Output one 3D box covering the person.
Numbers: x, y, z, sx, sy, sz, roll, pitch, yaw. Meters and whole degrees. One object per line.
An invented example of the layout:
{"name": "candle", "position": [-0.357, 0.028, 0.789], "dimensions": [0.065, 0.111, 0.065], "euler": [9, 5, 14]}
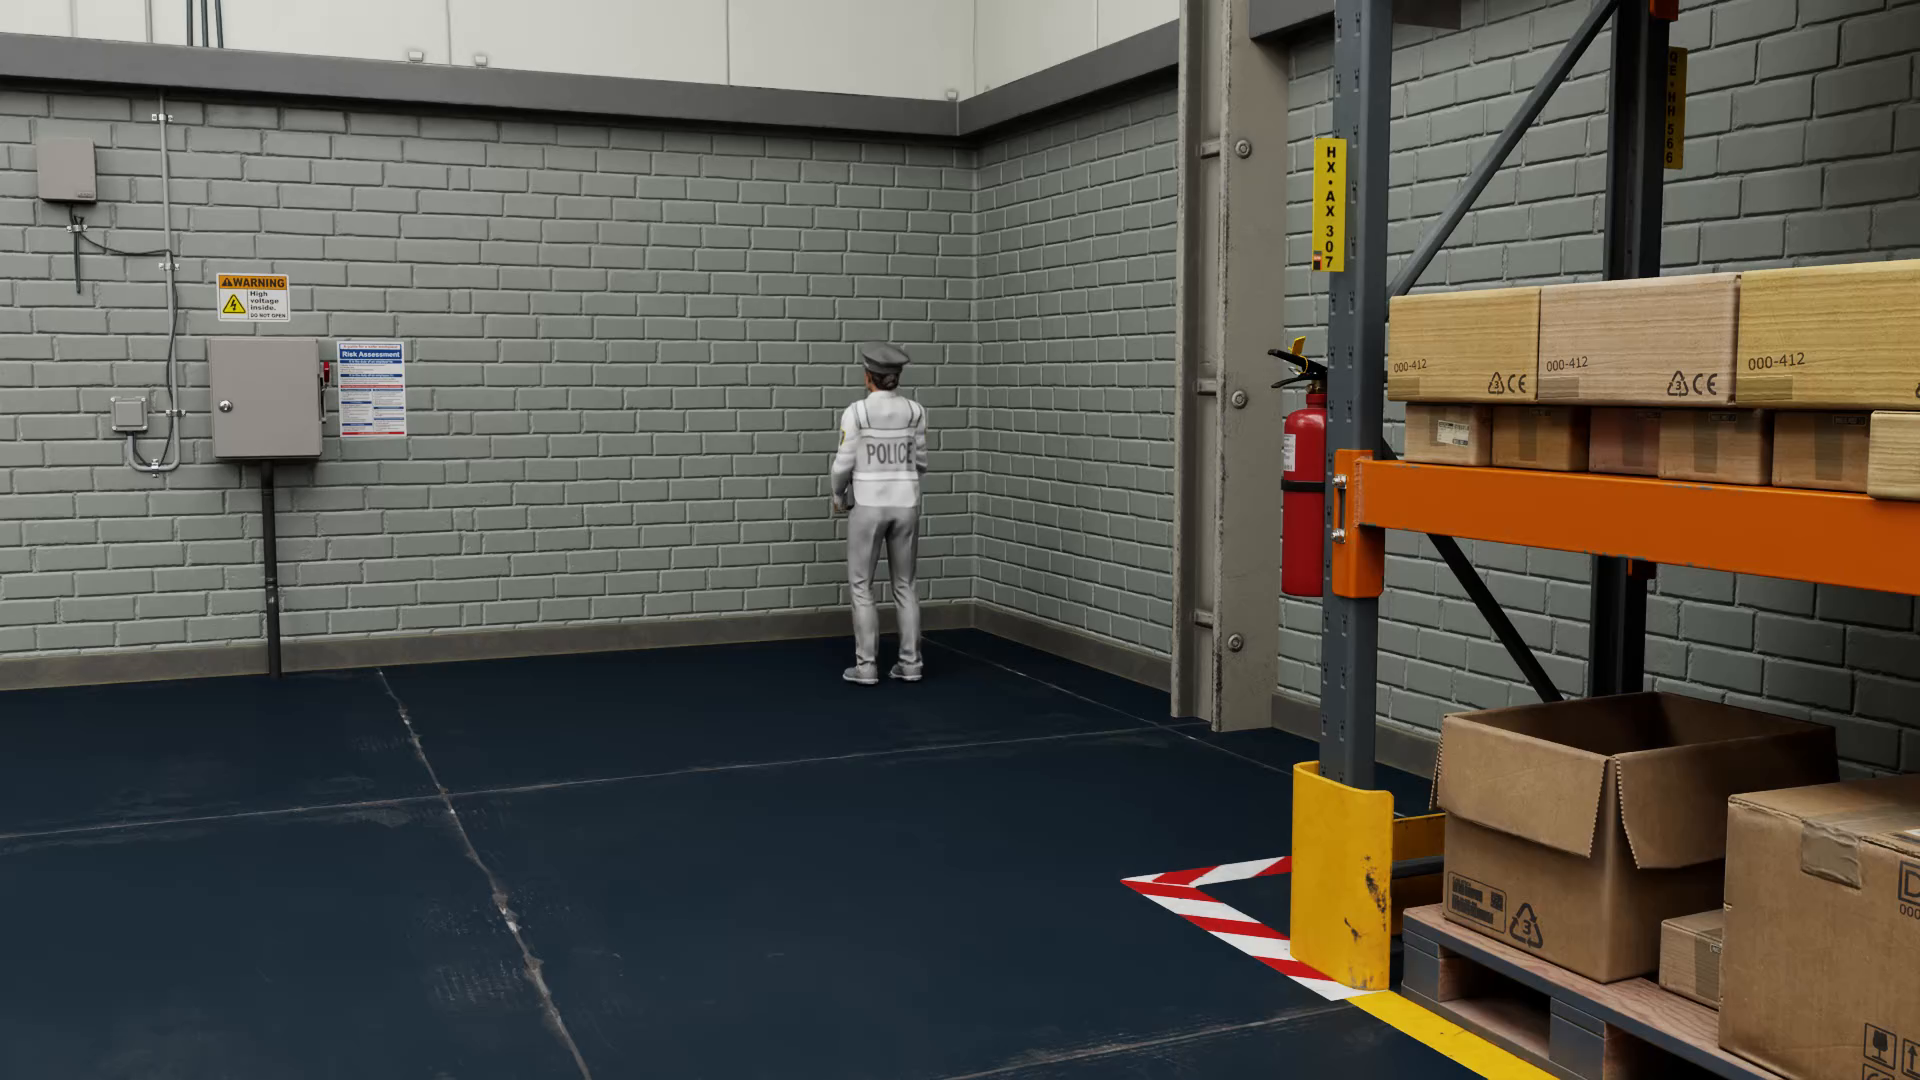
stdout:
{"name": "person", "position": [-0.414, -0.140, 8.294], "dimensions": [0.486, 1.692, 0.504], "euler": [-2, 6, -24]}
